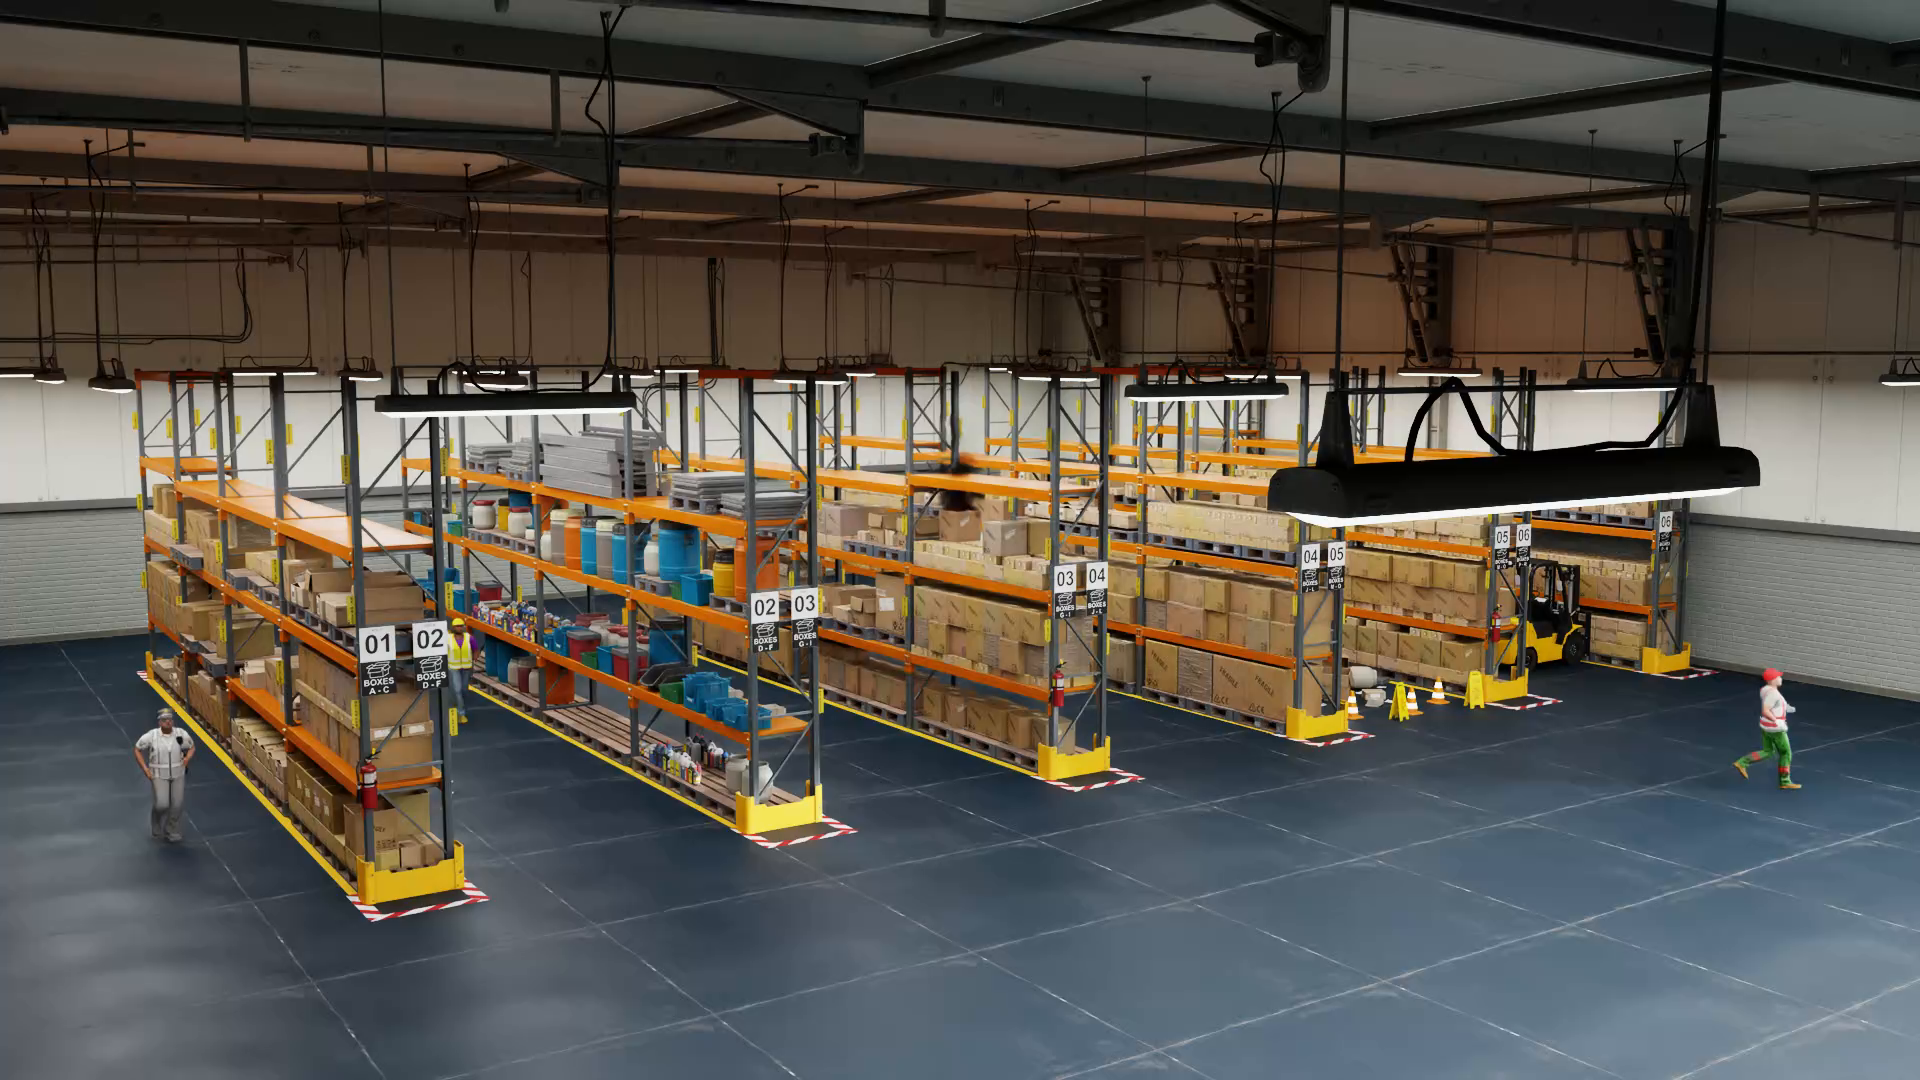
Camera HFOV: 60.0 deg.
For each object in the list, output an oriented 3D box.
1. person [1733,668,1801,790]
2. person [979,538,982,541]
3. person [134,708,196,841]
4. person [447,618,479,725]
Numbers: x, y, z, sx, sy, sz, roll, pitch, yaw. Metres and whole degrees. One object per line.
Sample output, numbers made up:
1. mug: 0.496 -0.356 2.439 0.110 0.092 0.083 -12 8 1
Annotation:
1. person: 11.757 2.733 24.123 0.914 1.765 0.670 1 7 10
2. person: 0.471 0.442 44.659 0.638 1.730 0.762 -2 7 -15
3. person: -10.230 3.036 21.495 0.710 1.757 0.563 -5 8 -37
4. person: -8.630 2.220 28.657 0.700 1.774 0.971 -4 8 -31
